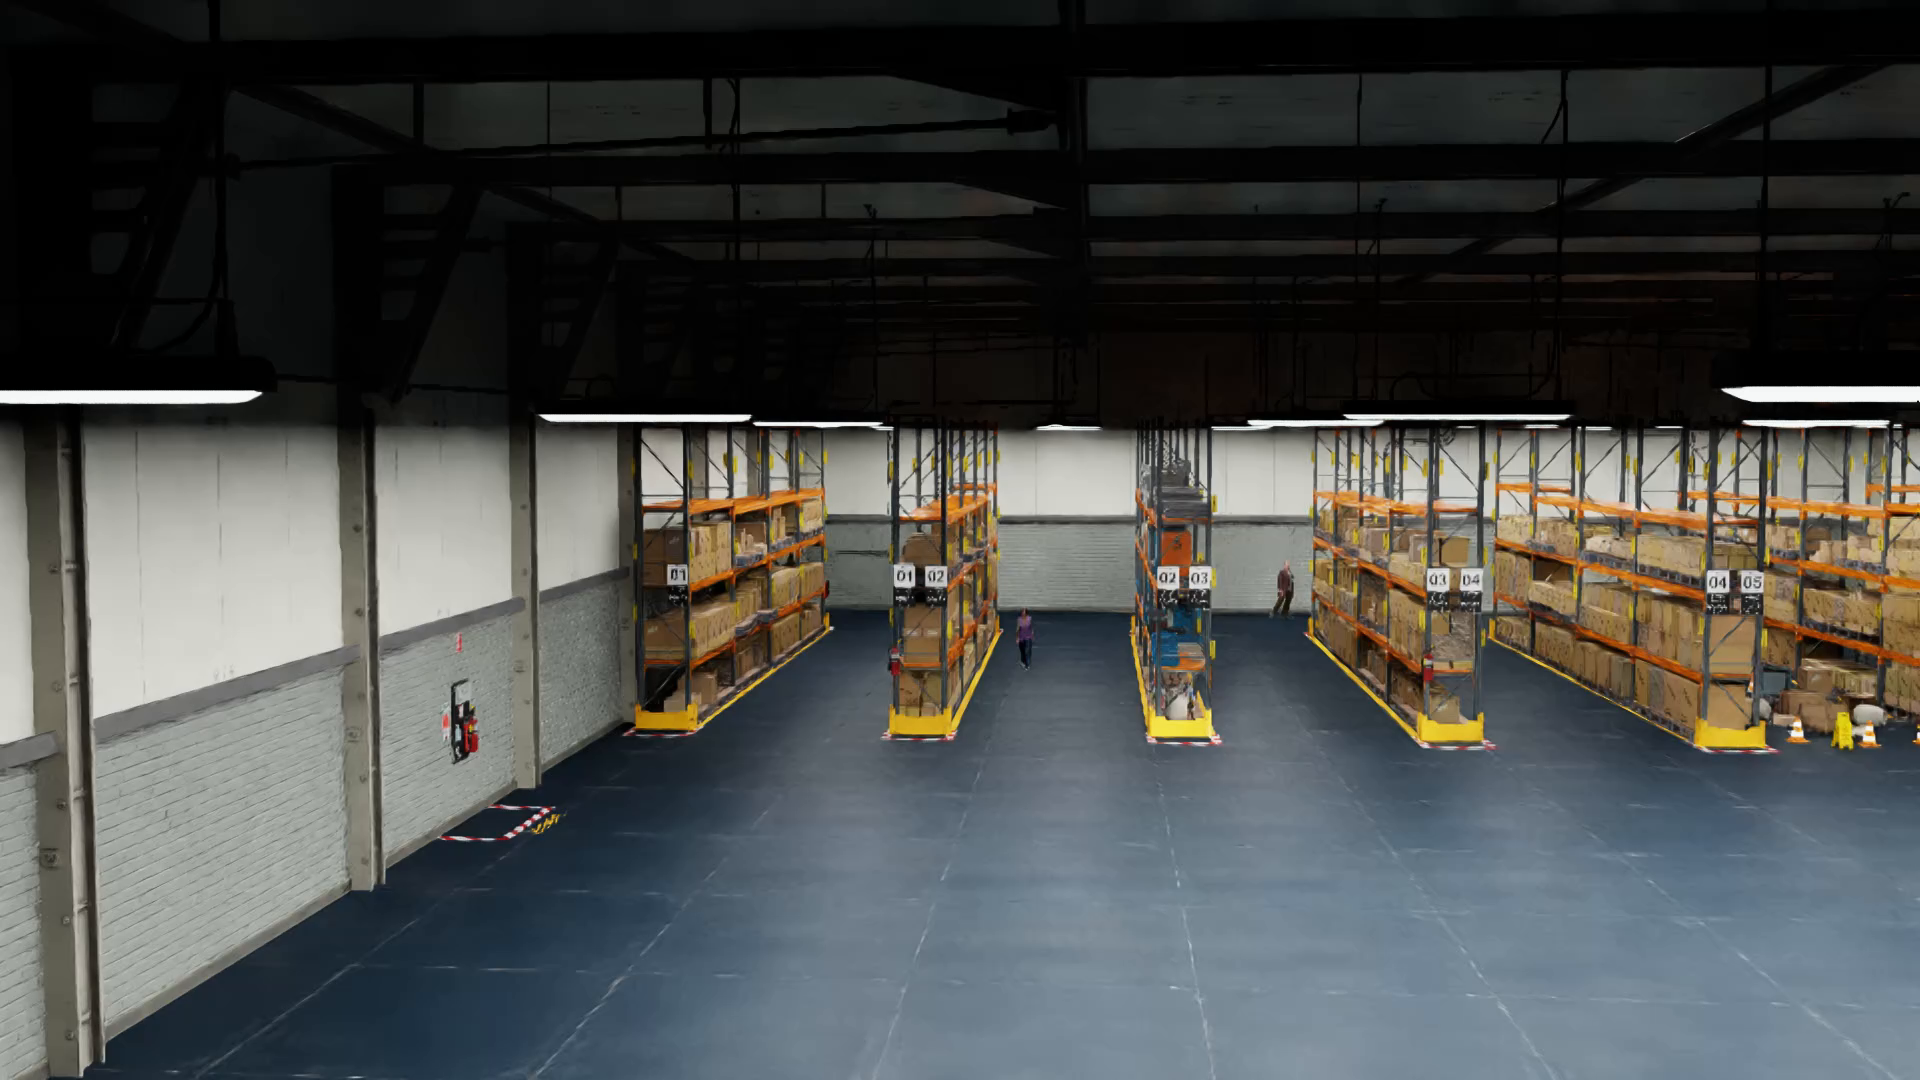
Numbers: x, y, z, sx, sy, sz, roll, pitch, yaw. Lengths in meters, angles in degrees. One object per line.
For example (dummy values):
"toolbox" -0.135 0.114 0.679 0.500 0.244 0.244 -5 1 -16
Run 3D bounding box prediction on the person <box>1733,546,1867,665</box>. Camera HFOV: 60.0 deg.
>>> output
"person" 18.050 1.606 35.348 0.888 3.585 12.409 3 5 35

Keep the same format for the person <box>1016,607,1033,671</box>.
"person" 1.542 2.344 39.922 0.417 1.517 1.037 0 4 7

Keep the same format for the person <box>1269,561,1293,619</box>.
"person" 9.825 1.522 50.835 0.791 1.770 0.521 -3 5 -35

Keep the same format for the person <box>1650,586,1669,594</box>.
"person" 21.080 1.575 50.073 0.576 1.774 0.573 3 5 40
